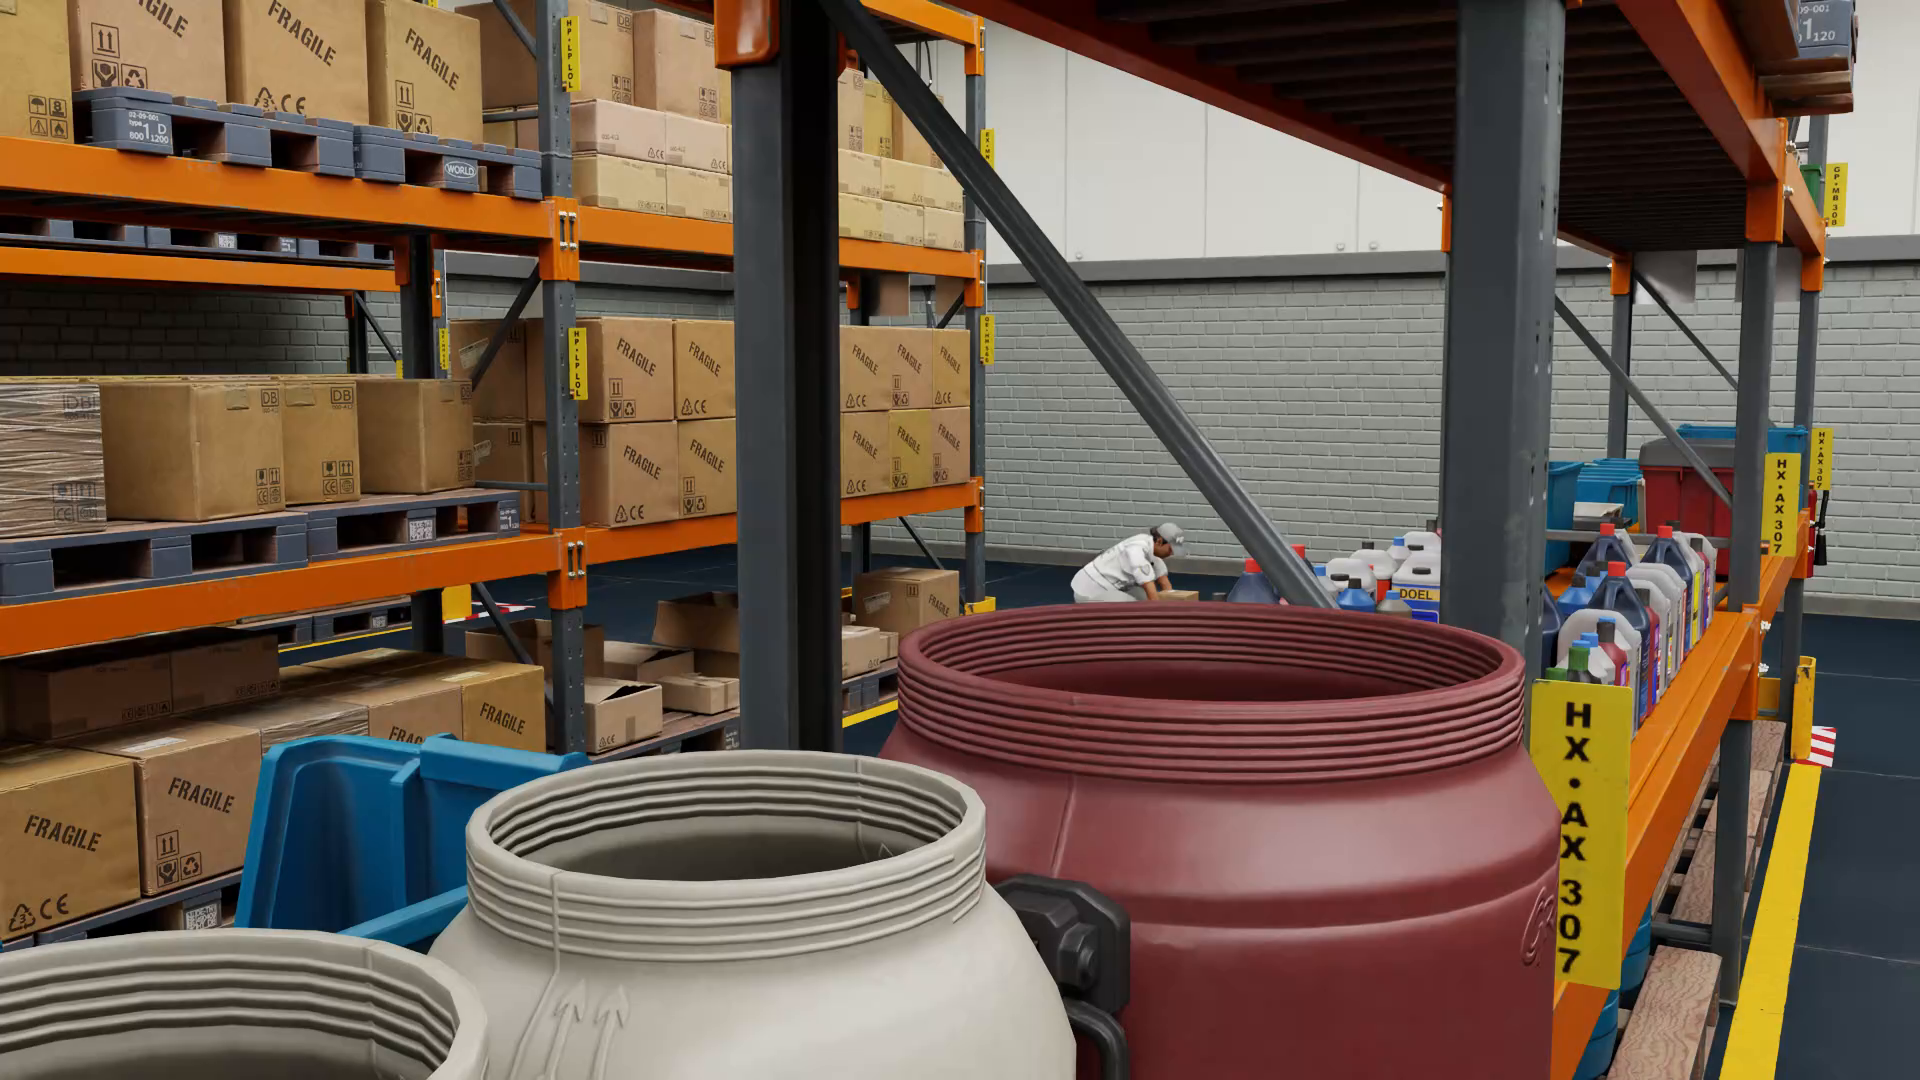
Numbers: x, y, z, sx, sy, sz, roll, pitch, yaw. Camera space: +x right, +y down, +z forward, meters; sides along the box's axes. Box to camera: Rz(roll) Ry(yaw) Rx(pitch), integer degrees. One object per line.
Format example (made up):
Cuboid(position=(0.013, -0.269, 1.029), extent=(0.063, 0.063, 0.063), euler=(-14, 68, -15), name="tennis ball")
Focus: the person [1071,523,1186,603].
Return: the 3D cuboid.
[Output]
Cuboid(position=(1.248, 0.344, 12.078), extent=(0.865, 0.953, 0.515), euler=(3, 7, 27), name="person")
